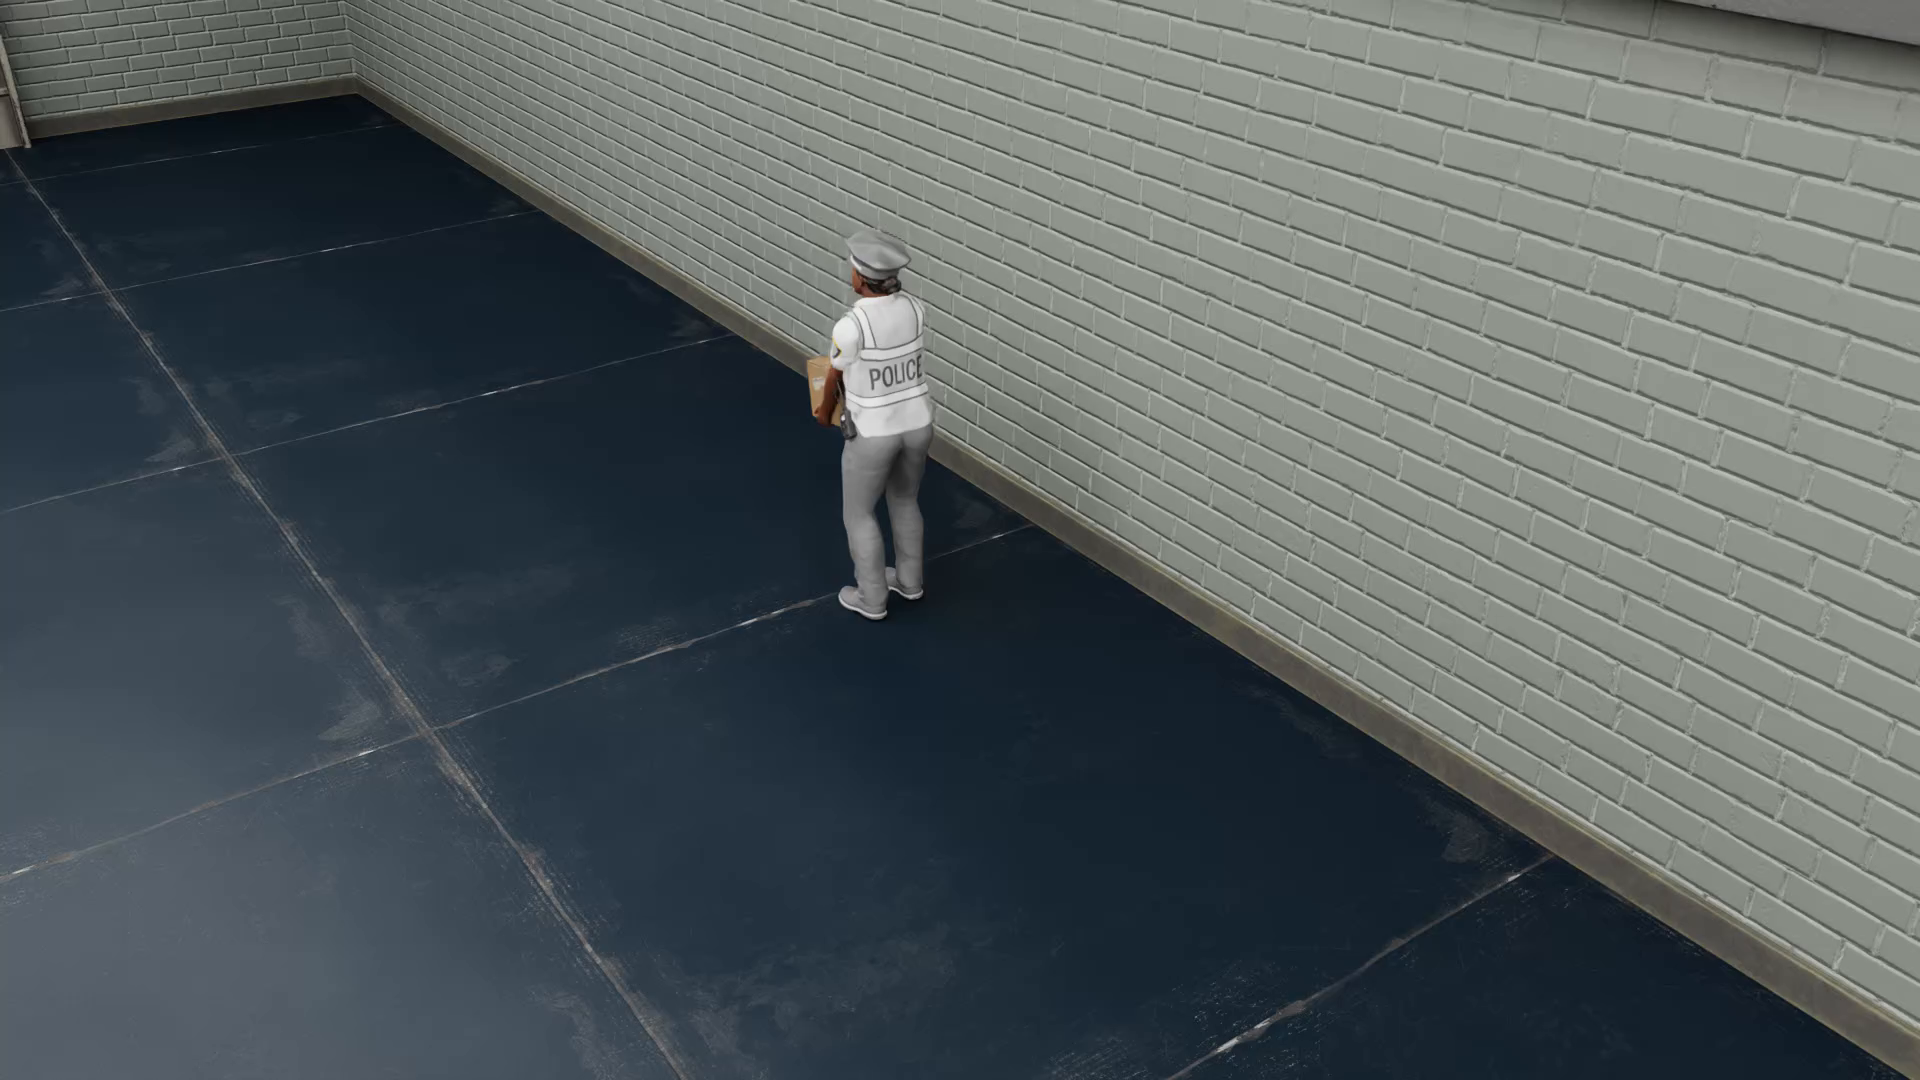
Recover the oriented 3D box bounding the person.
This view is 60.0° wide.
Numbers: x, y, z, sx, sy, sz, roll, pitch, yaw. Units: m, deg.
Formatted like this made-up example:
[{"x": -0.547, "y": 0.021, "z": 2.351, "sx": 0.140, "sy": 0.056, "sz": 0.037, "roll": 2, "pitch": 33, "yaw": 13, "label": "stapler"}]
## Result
[{"x": -0.366, "y": -0.485, "z": 6.997, "sx": 0.416, "sy": 1.683, "sz": 0.530, "roll": -20, "pitch": 34, "yaw": -31, "label": "person"}]
